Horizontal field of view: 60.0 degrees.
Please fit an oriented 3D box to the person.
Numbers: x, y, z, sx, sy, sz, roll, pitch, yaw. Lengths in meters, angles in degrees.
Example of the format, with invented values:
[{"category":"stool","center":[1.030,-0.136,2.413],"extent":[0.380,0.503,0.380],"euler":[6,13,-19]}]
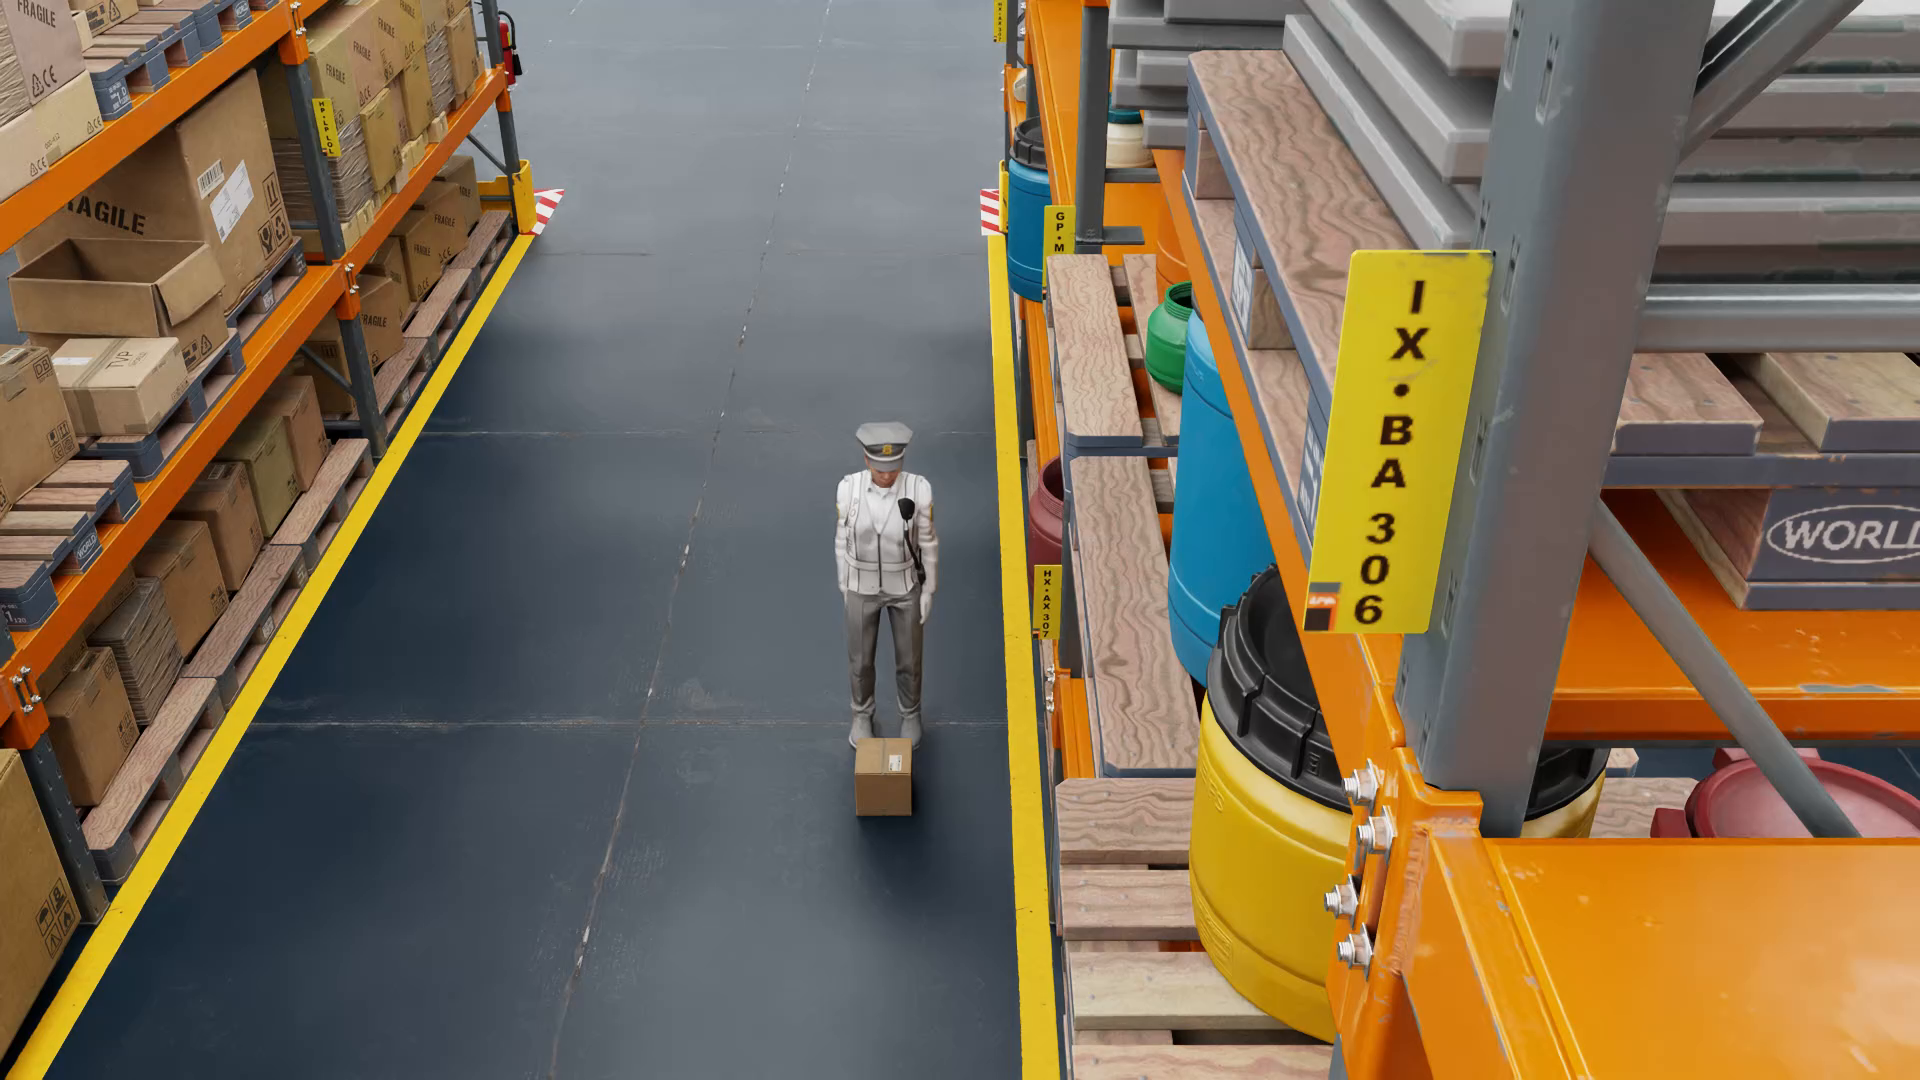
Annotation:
[{"category":"person","center":[-0.328,0.232,7.570],"extent":[0.469,1.670,0.328],"euler":[0,32,1]}]
